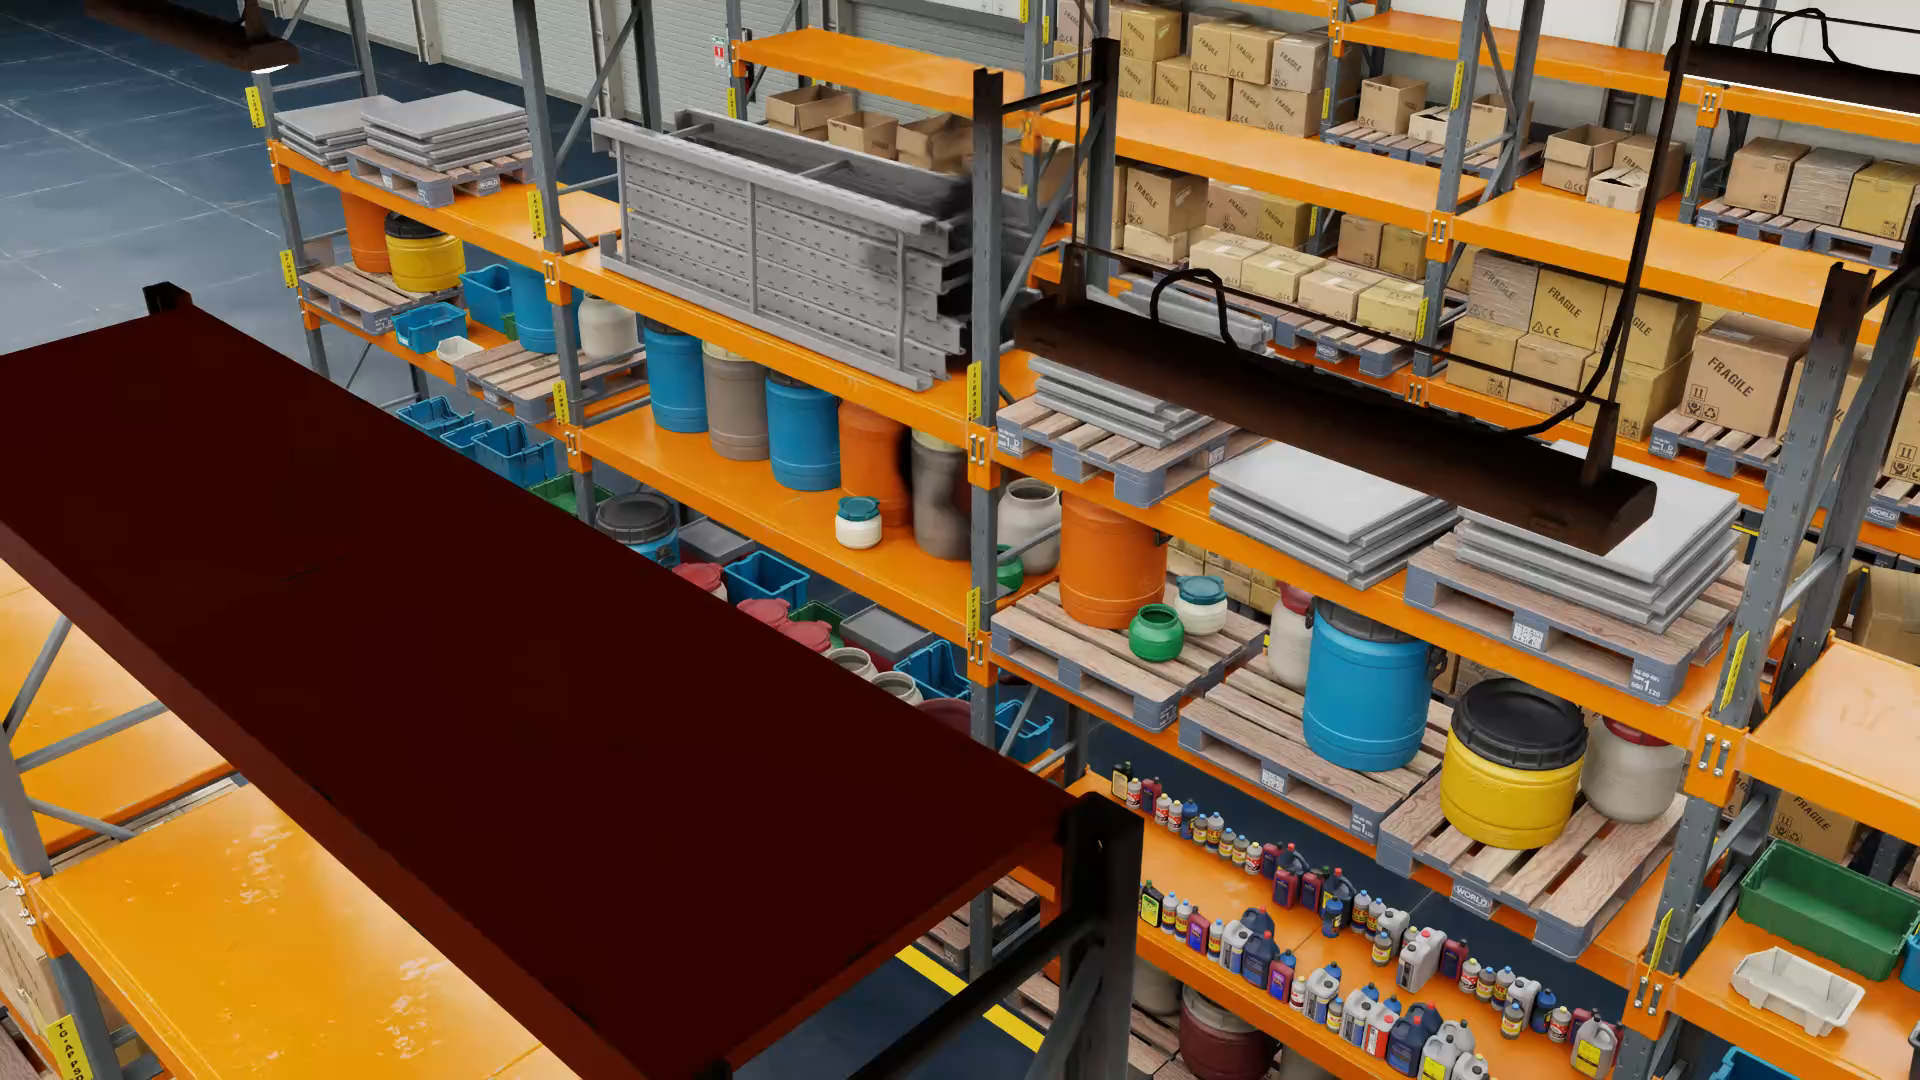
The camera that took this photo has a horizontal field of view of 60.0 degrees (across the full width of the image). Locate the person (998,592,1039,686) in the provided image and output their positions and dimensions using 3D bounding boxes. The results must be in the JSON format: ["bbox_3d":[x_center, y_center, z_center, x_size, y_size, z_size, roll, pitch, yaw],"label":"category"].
[{"bbox_3d":[0.700,0.516,13.075,0.858,1.675,0.609,16,33,26],"label":"person"}]
